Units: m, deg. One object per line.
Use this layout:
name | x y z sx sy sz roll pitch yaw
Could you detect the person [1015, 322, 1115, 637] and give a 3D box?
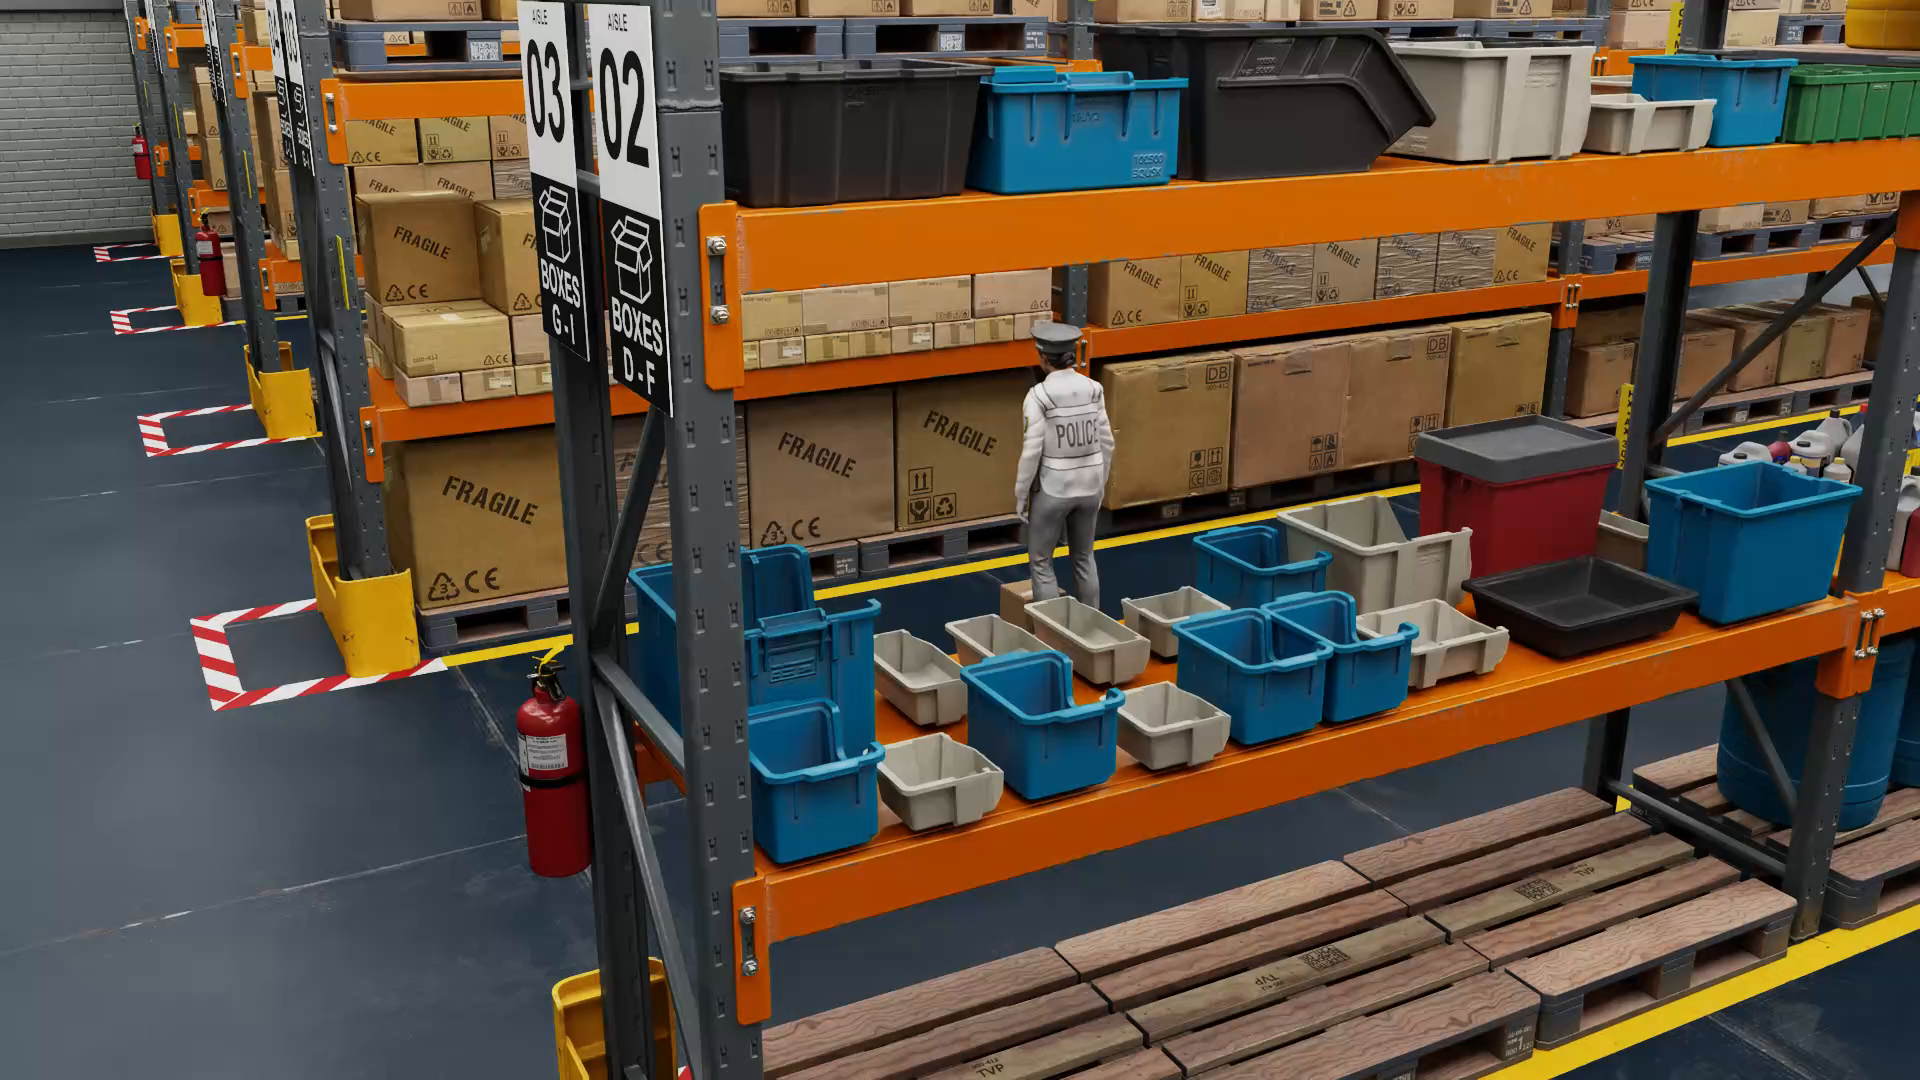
person | 0.507 -0.235 8.255 0.527 1.663 0.376 -10 21 -27
